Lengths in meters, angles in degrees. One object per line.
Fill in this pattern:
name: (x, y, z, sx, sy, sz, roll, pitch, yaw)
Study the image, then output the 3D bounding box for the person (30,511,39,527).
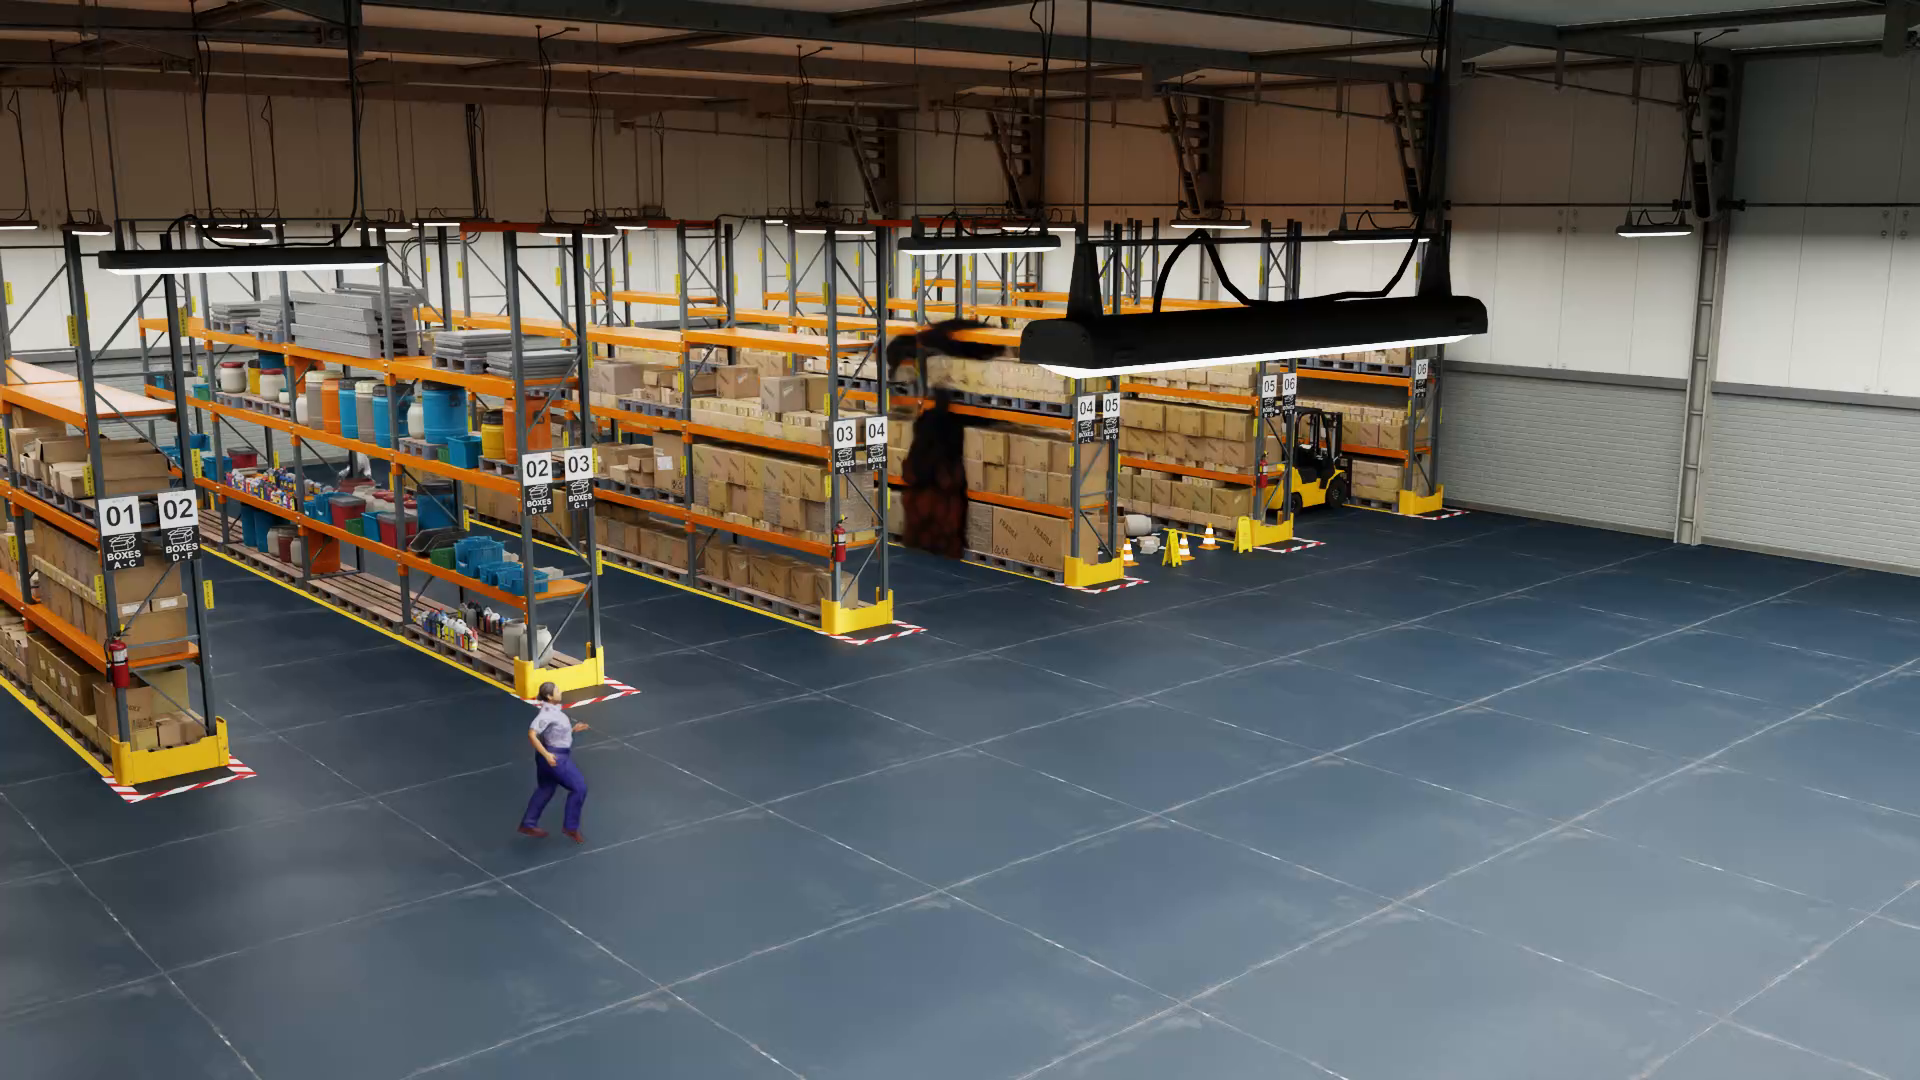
person: (-17.268, -0.702, 30.768, 0.970, 1.782, 0.694, 8, 14, 34)

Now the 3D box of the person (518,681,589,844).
person: (-4.073, 2.243, 16.655, 0.741, 1.711, 0.575, -5, 12, -22)

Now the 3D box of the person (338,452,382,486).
person: (-13.630, -2.035, 37.538, 1.006, 1.754, 0.681, -10, 15, -40)
